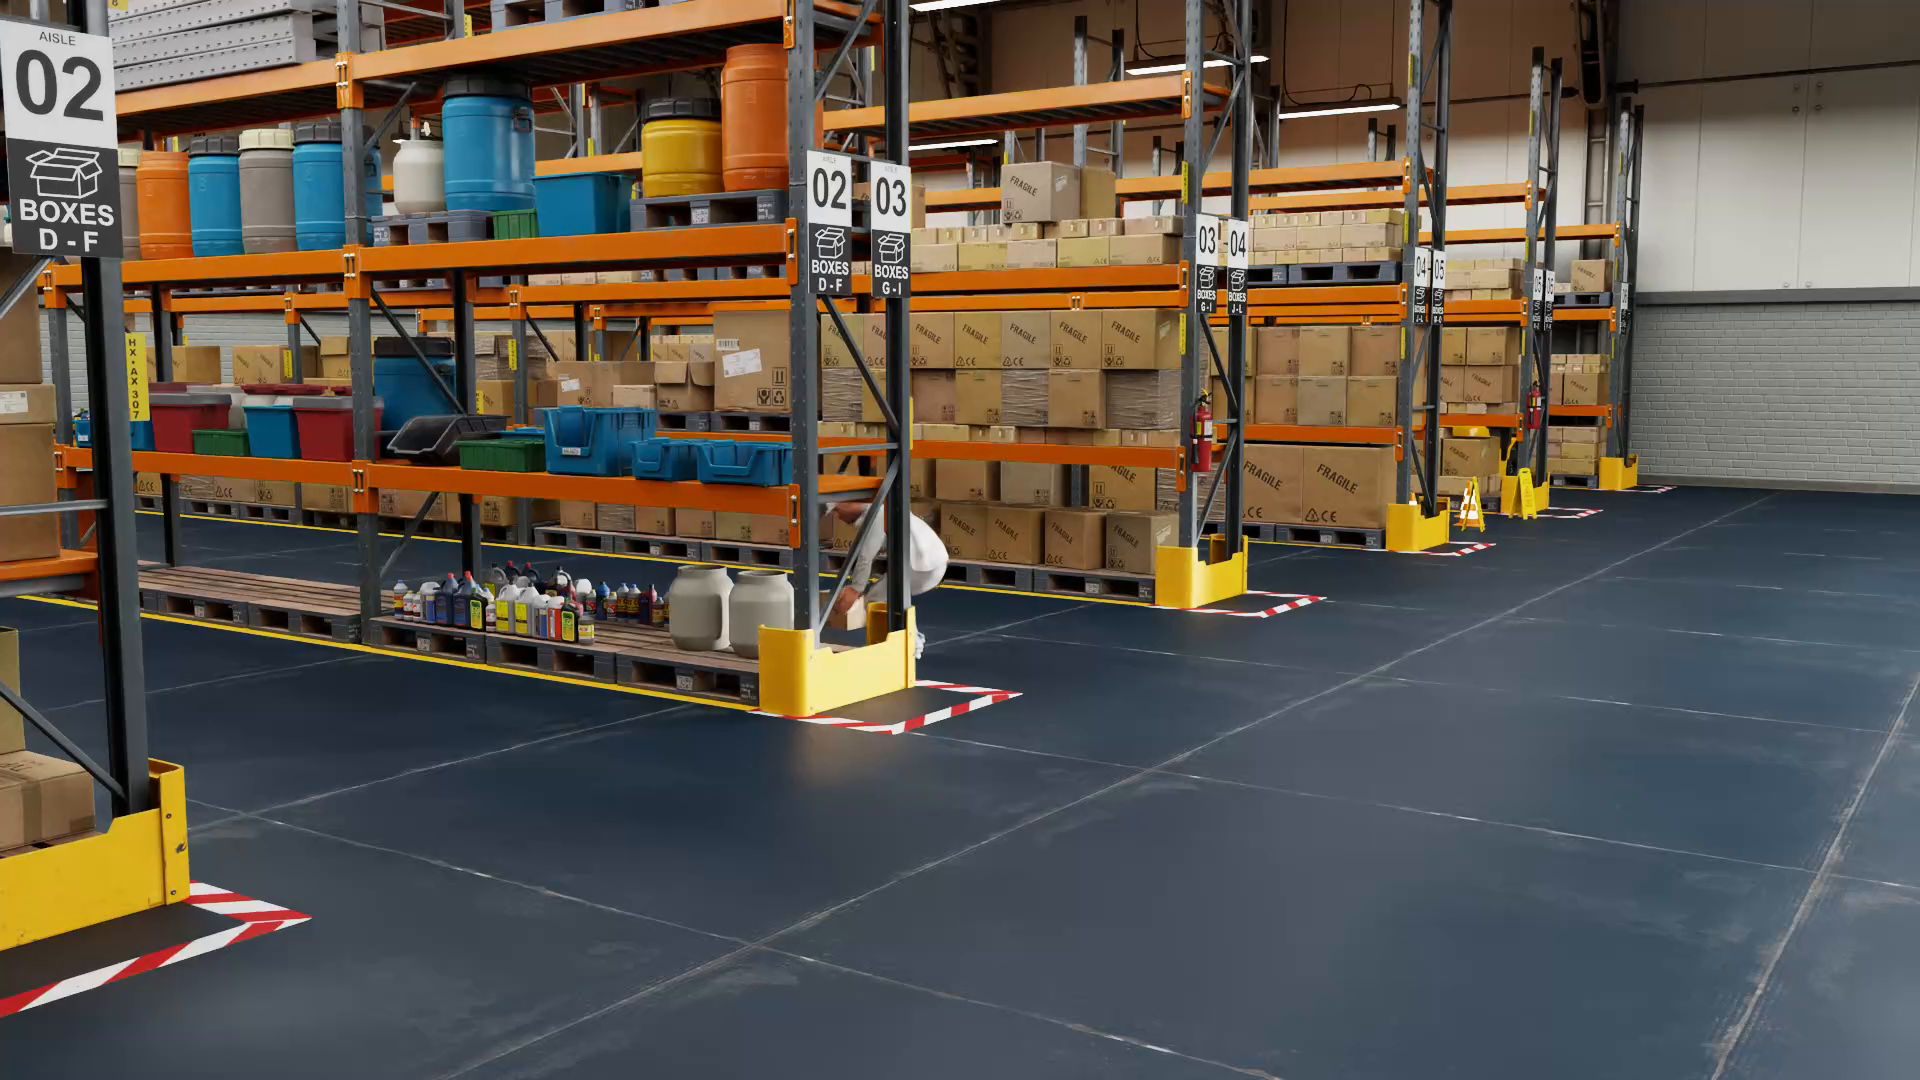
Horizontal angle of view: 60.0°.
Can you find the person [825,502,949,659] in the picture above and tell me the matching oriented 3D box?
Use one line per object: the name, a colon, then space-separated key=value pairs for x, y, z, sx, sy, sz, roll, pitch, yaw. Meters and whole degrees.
person: x=-0.500 y=0.197 z=11.396 sx=0.843 sy=1.223 sz=0.573 roll=0 pitch=6 yaw=1
